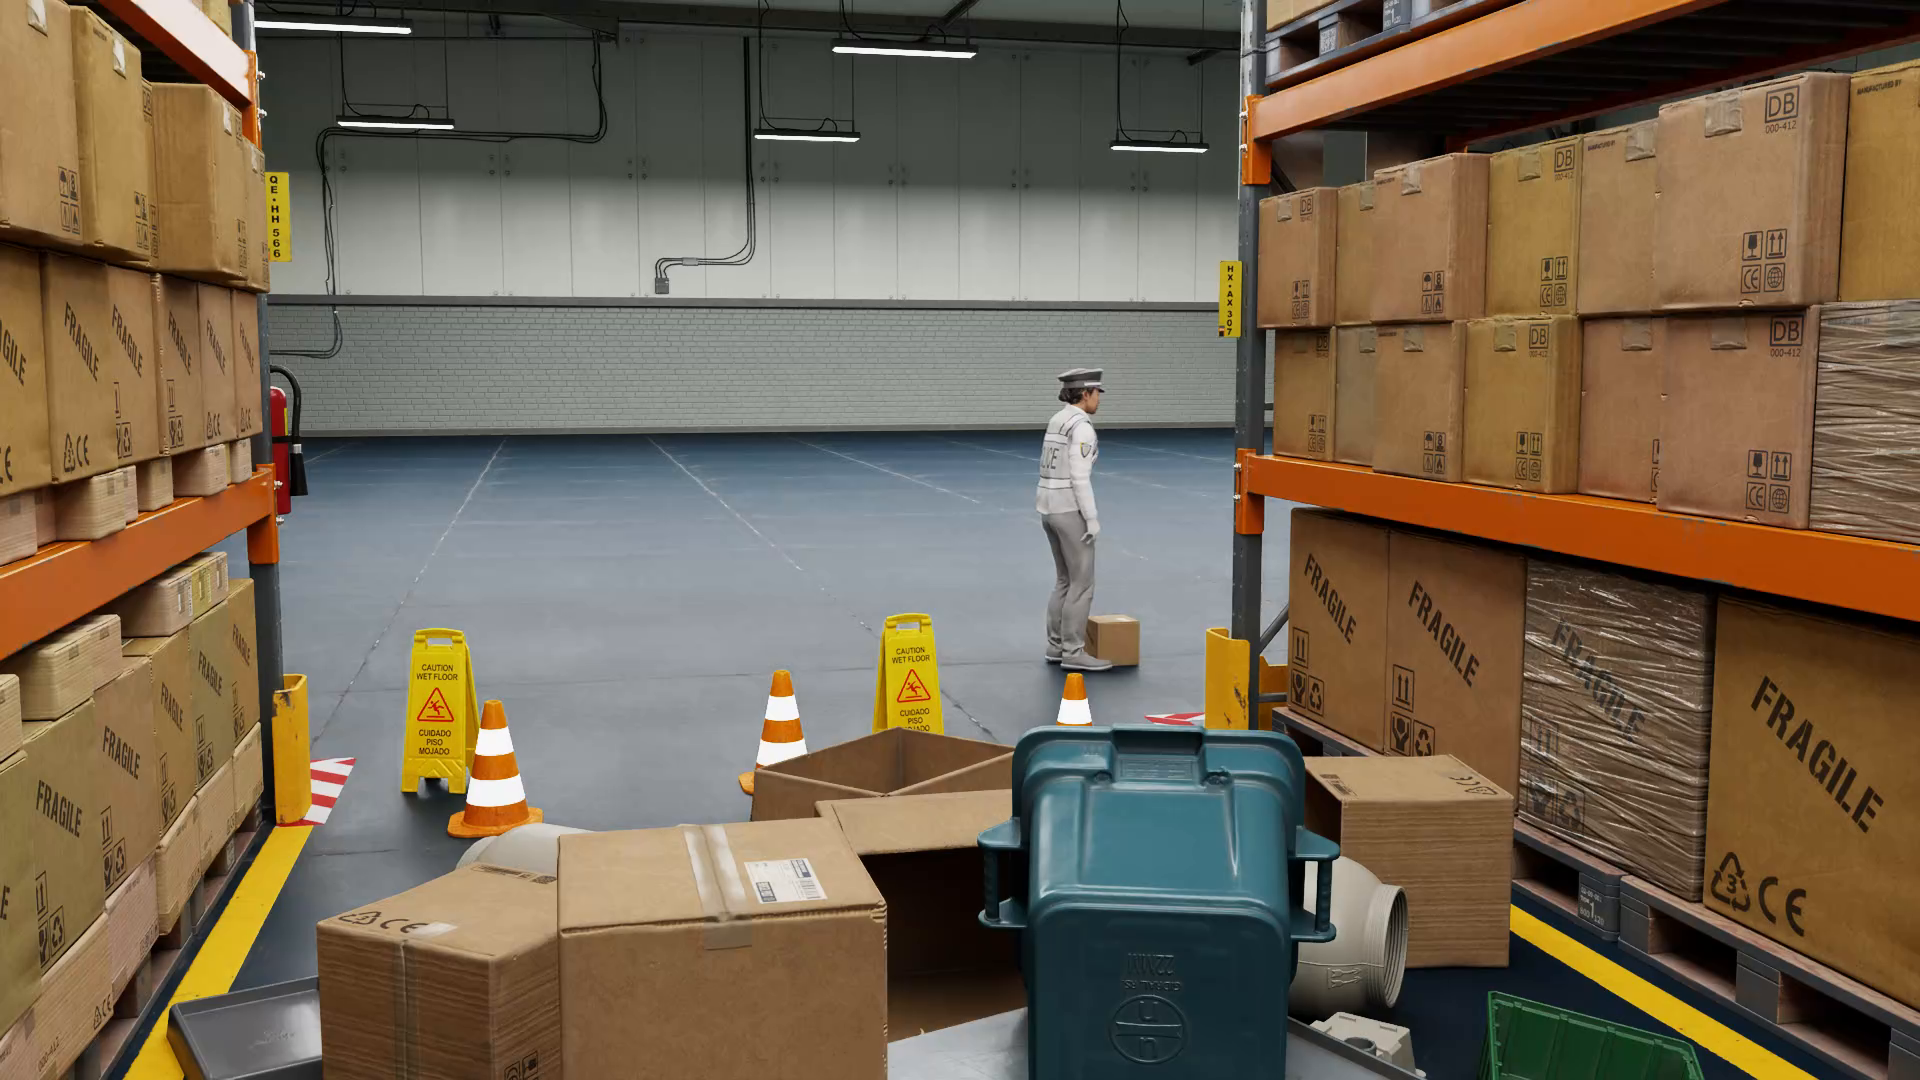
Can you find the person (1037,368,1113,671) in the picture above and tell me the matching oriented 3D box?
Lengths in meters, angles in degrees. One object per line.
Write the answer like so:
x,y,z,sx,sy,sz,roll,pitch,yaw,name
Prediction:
0.631,-0.124,9.310,0.377,1.662,0.538,-2,6,-15,person
